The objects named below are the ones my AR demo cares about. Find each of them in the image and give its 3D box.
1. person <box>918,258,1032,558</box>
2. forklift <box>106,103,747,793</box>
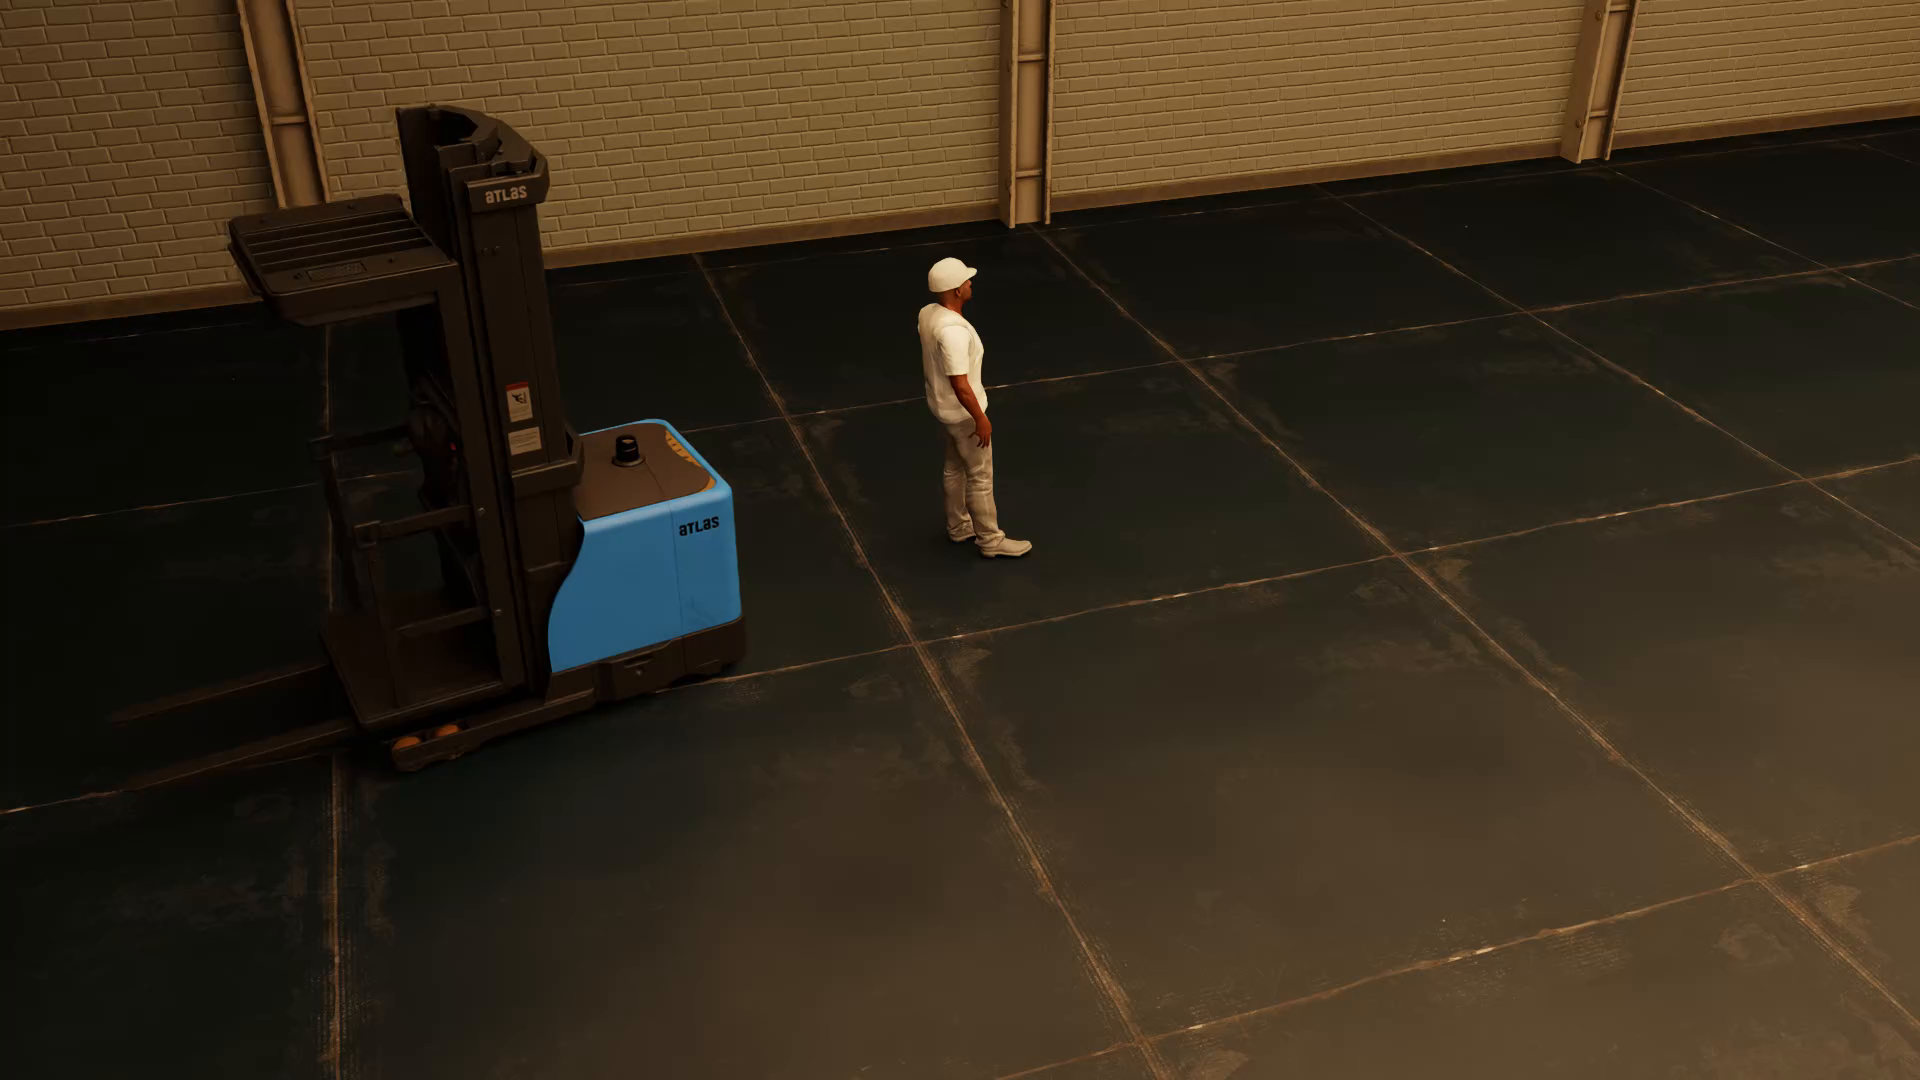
[{"bbox_3d":[0.068,-0.780,9.597,0.575,1.768,0.665,-10,31,-16],"label":"person"},{"bbox_3d":[-2.670,-0.448,7.865,3.031,2.935,1.130,-16,34,-25],"label":"forklift"}]
